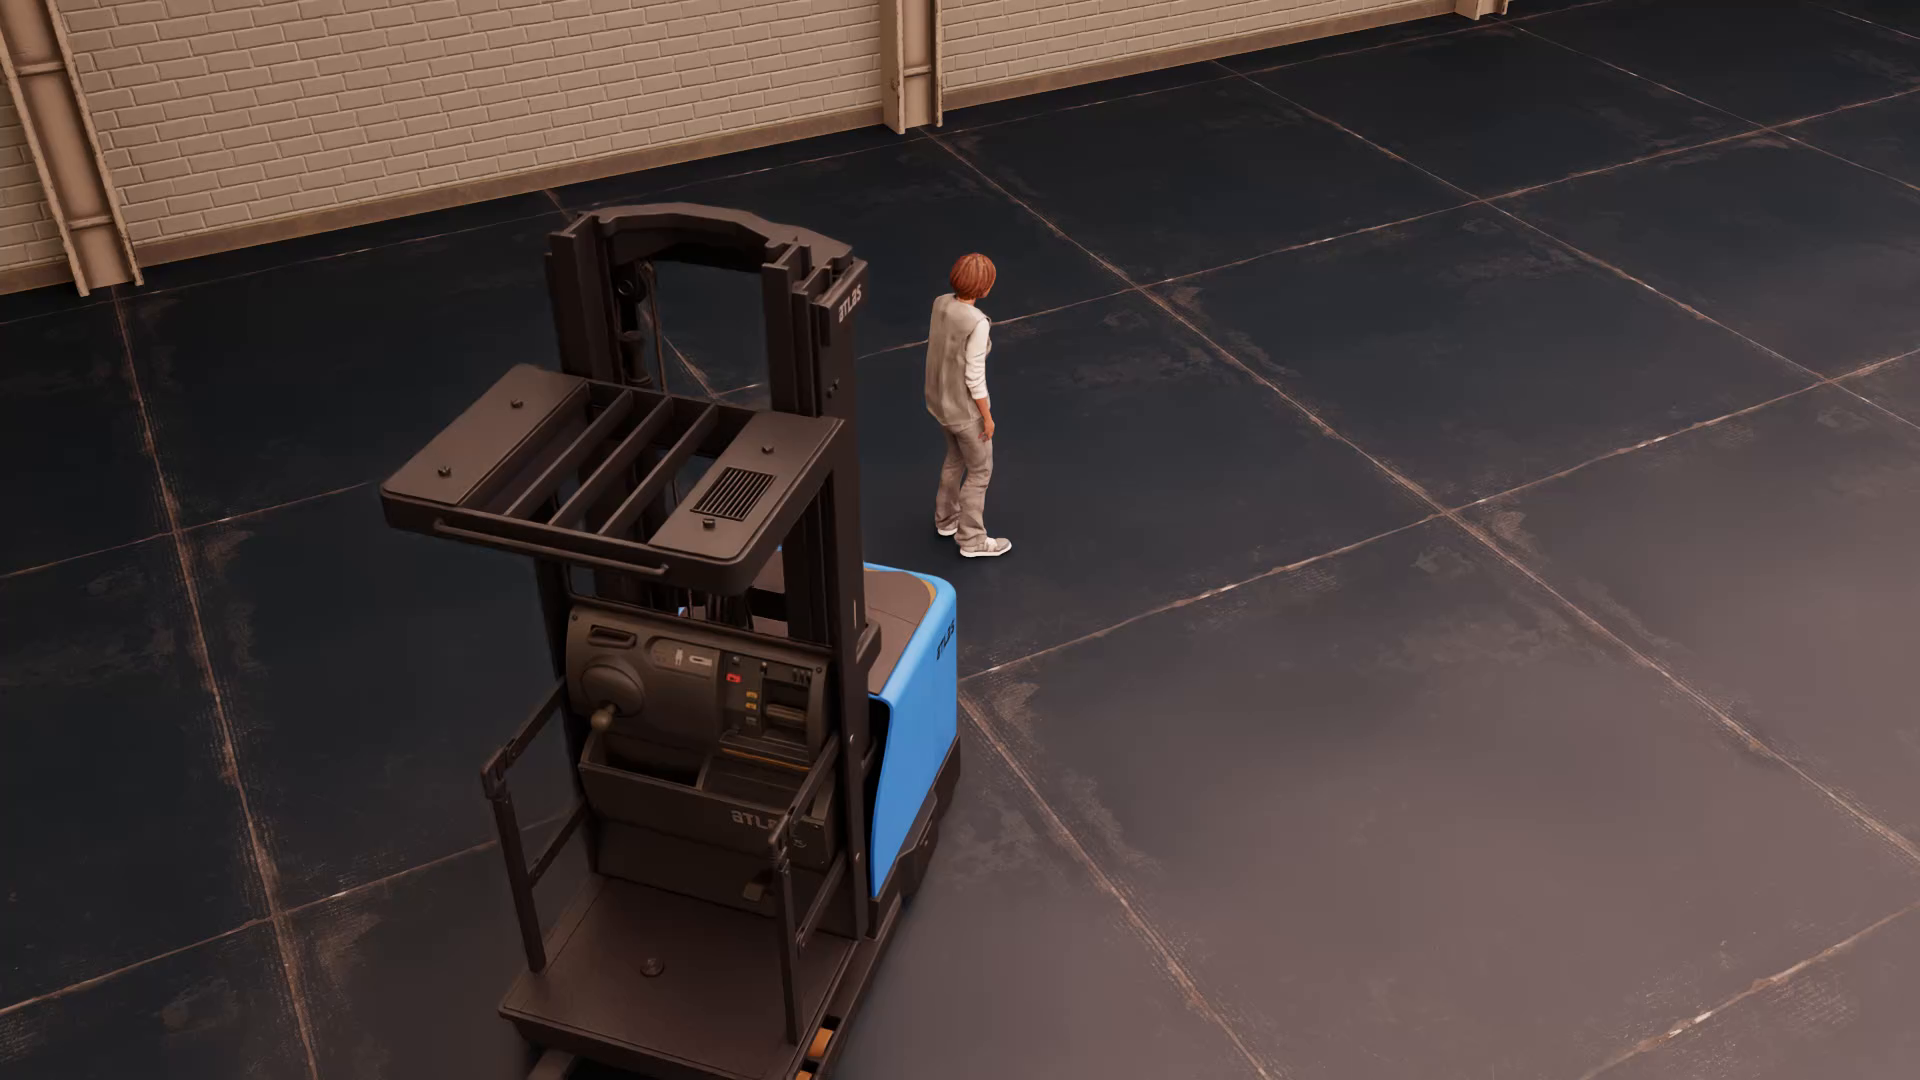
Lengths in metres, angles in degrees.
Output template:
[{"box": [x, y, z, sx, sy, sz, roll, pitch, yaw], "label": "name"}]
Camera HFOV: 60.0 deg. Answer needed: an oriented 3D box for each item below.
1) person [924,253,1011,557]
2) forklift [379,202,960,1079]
[{"box": [0.016, -0.654, 8.219, 0.344, 1.581, 0.467, -18, 39, -24], "label": "person"}, {"box": [-0.944, 0.555, 5.337, 1.130, 2.935, 3.031, 11, 37, 15], "label": "forklift"}]
